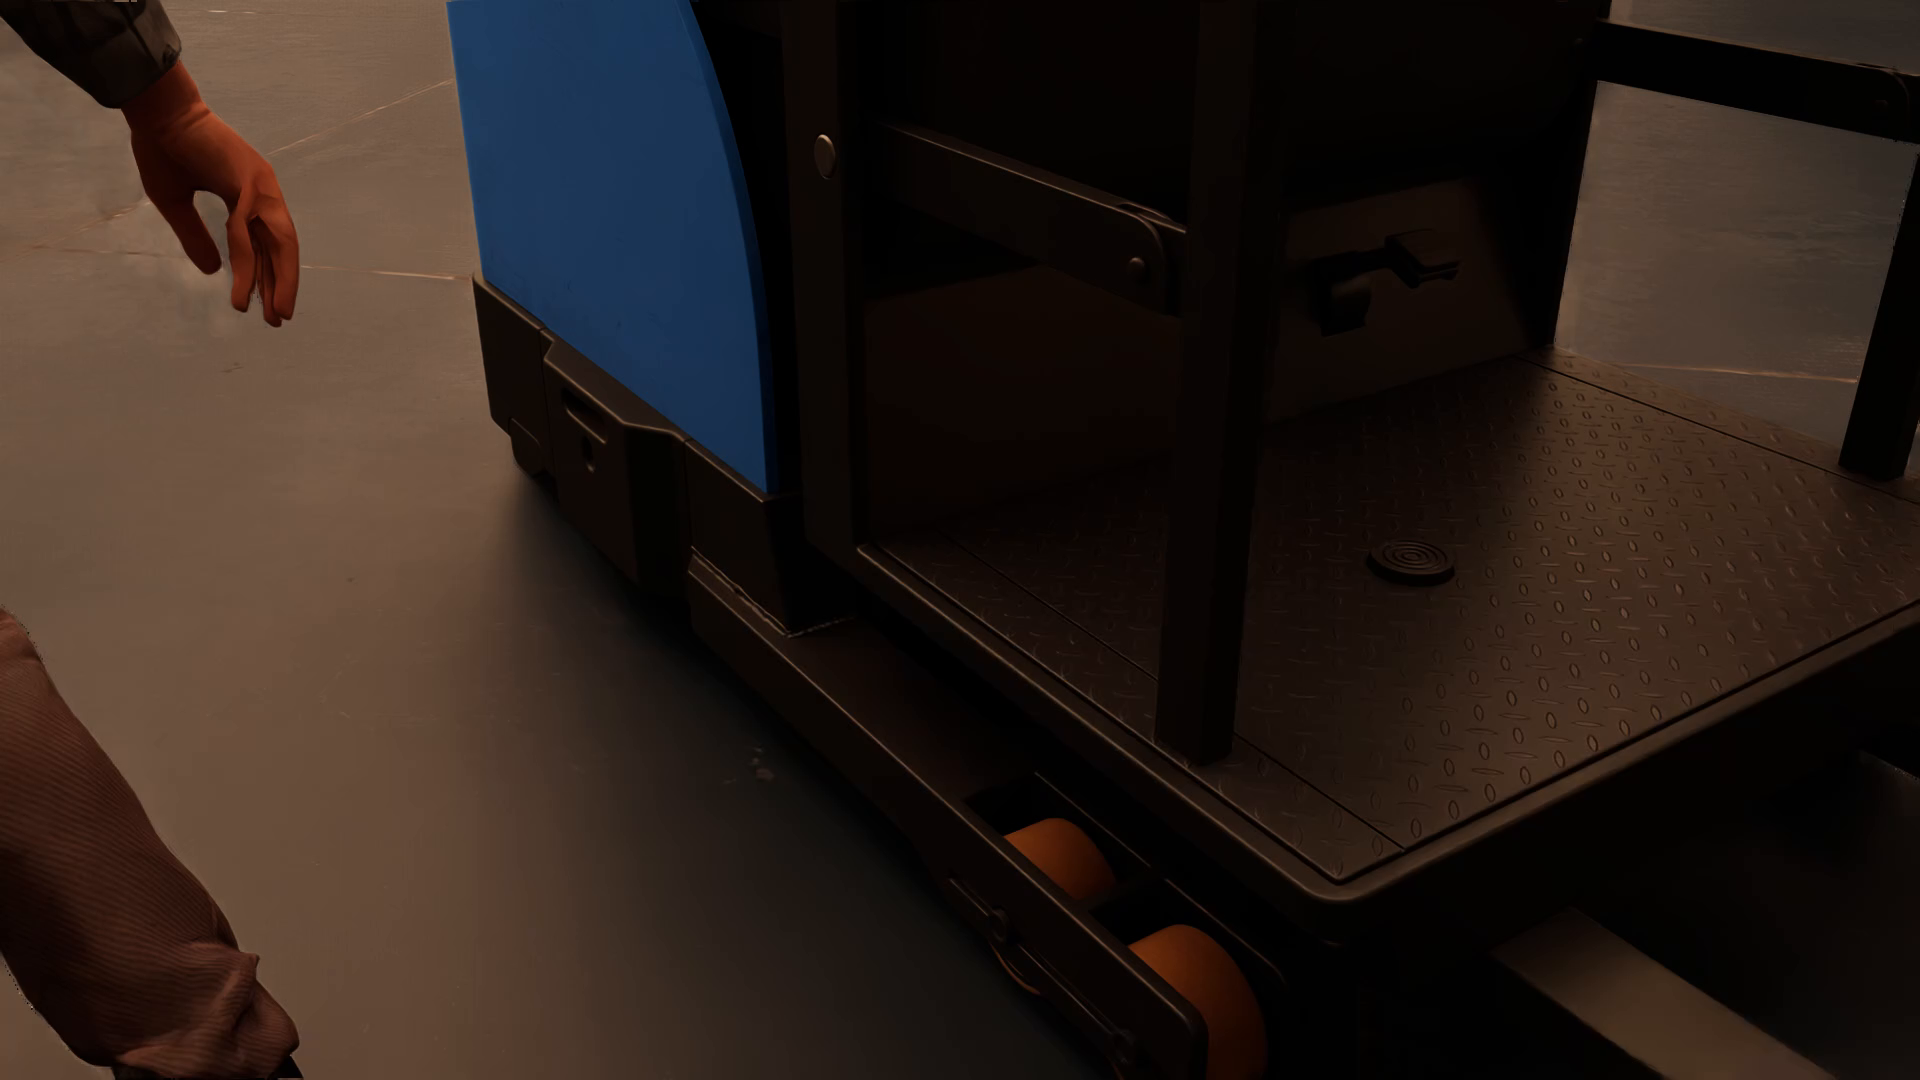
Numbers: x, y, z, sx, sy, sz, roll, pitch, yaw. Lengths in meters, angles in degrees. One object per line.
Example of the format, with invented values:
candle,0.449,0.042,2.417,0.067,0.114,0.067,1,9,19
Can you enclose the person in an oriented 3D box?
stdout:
person,-0.821,-0.125,0.948,0.486,1.636,0.882,16,31,29

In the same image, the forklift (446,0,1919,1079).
forklift,0.455,-1.040,1.307,1.130,2.935,3.031,-17,31,-30
